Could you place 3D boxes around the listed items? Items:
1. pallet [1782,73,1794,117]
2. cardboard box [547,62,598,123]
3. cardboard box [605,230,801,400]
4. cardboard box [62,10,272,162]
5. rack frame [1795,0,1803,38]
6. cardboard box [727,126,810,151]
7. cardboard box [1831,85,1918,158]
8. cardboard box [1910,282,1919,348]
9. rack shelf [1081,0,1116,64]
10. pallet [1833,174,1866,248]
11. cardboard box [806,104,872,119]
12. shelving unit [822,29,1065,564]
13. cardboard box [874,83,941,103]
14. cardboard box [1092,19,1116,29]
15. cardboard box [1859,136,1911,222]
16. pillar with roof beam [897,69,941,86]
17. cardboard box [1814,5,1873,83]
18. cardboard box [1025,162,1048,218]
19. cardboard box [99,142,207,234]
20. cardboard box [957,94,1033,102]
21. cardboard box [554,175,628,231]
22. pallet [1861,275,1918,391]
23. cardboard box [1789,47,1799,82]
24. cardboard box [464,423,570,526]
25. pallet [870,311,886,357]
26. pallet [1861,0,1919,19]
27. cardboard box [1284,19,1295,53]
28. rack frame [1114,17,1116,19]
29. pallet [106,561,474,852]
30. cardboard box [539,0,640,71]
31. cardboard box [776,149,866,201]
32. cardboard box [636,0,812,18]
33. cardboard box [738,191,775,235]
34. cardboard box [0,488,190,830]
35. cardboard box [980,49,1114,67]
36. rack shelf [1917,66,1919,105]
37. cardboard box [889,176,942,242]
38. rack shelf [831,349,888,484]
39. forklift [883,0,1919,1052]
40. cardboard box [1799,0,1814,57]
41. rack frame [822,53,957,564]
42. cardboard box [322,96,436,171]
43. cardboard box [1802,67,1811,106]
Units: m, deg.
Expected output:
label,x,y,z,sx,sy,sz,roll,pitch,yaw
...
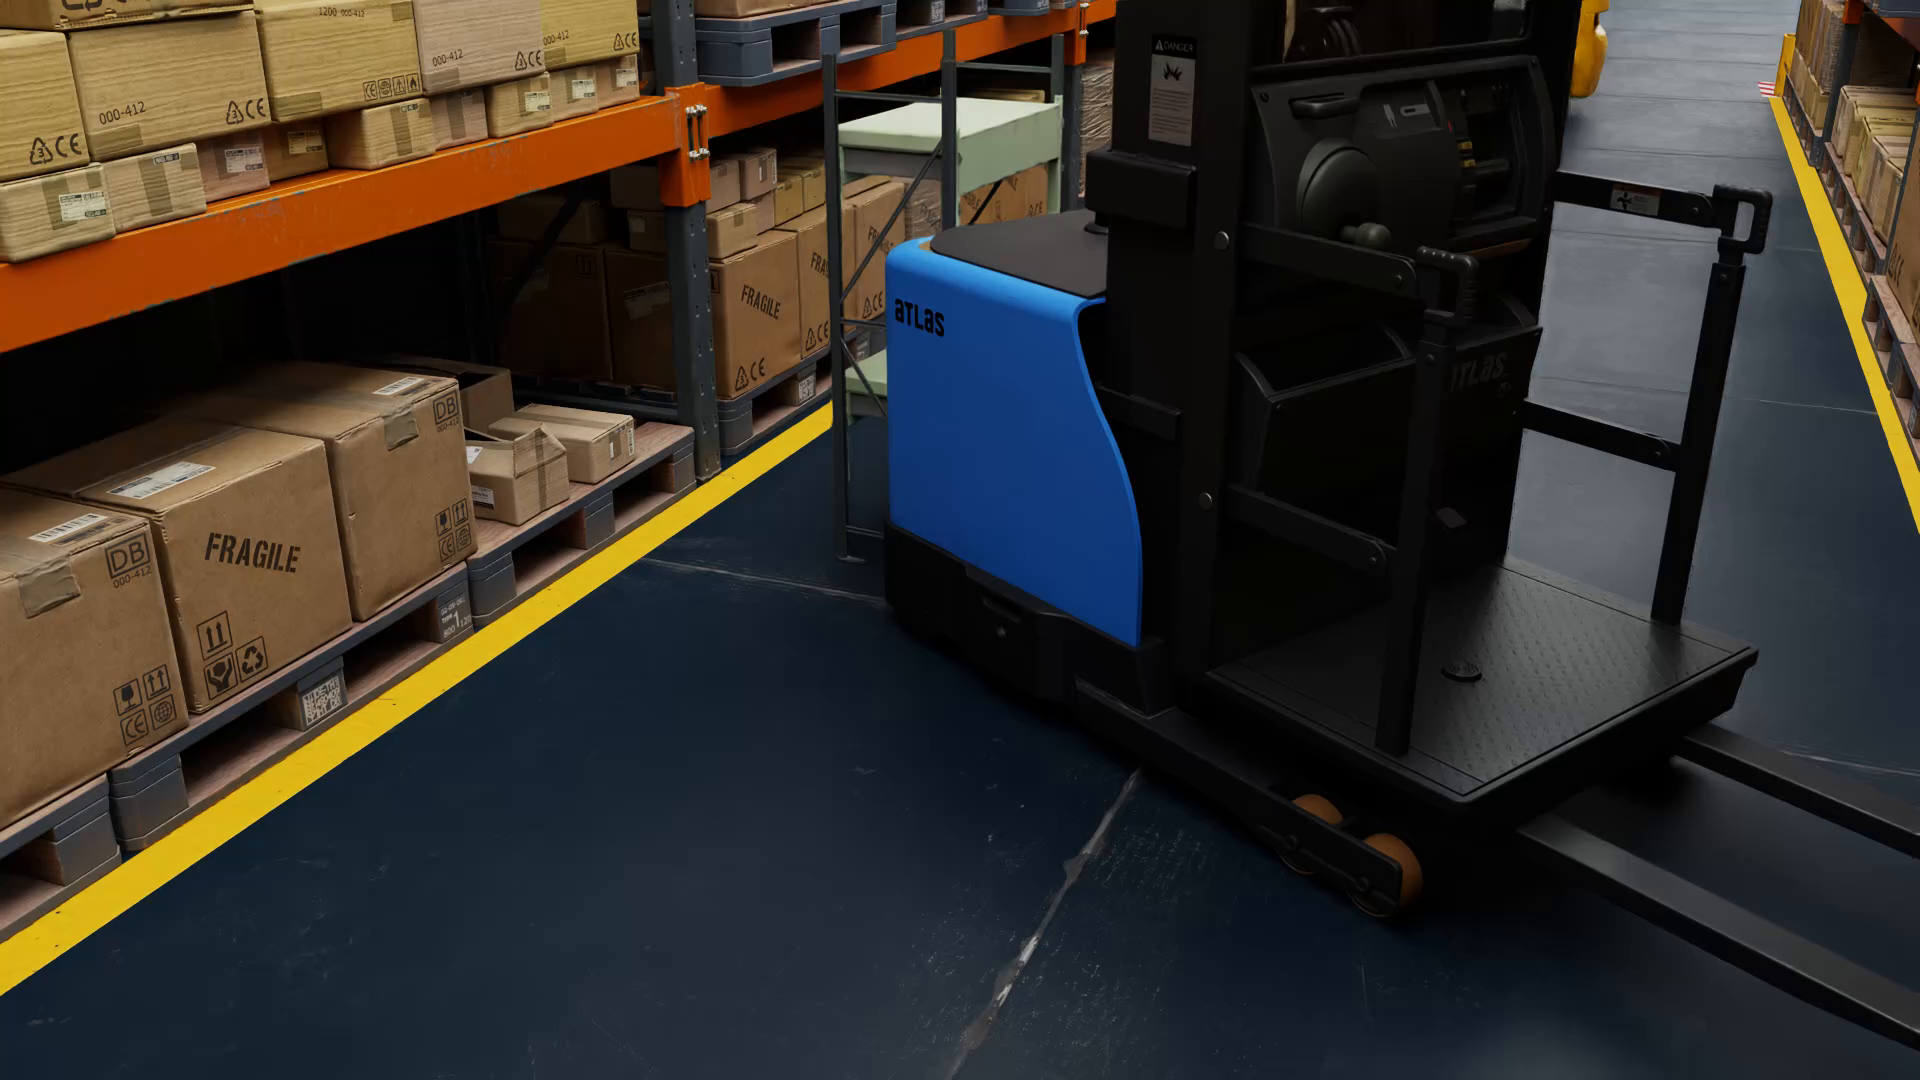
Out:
label,x,y,z,sx,sy,sz,roll,pitch,yaw
pallet,7.385,-3.655,13.727,1.003,0.211,1.213,9,24,20
cardboard box,-1.280,-1.307,4.814,0.380,0.149,0.250,9,24,21
cardboard box,-0.931,-0.851,6.094,0.500,0.500,0.500,10,25,22
cardboard box,-1.844,-0.979,3.510,0.500,0.250,0.500,8,24,19
rack frame,7.748,-5.255,13.938,1.000,3.000,0.127,9,24,20
cardboard box,-0.887,-1.738,7.376,0.380,0.149,0.250,8,24,18
cardboard box,6.069,-2.617,10.487,0.950,0.372,0.625,9,24,21
cardboard box,4.107,-1.051,6.087,0.875,0.875,0.875,9,24,21
rack shelf,0.909,-3.485,10.635,1.077,0.370,4.000,9,24,20
pallet,5.523,-1.820,9.333,1.003,0.211,1.213,9,24,20
cardboard box,-0.646,-2.023,8.059,0.380,0.149,0.250,8,24,18
shelving unit,-0.031,-0.728,5.048,0.431,1.500,0.755,11,25,24
cardboard box,-0.317,-2.299,8.719,0.380,0.149,0.250,10,25,23
cardboard box,1.469,-3.442,12.135,0.875,0.625,0.625,10,25,22
cardboard box,5.262,-1.839,8.626,0.950,0.372,0.625,8,24,19
pillar with roof beam,3.811,-5.849,7.577,9.100,9.000,0.400,9,24,20
cardboard box,6.420,-3.527,11.851,0.500,0.500,0.500,9,24,21
cardboard box,0.209,-1.959,8.748,0.500,0.500,0.500,10,24,22
cardboard box,-1.825,-0.752,3.484,0.380,0.149,0.250,9,24,21
cardboard box,0.145,-2.126,8.304,0.380,0.149,0.250,7,24,17
cardboard box,-1.358,-1.277,6.273,0.380,0.149,0.250,9,24,20
pallet,4.413,-0.834,6.972,1.003,0.211,1.213,9,24,20
cardboard box,7.191,-3.931,13.791,0.500,0.250,0.500,9,24,20
cardboard box,-1.386,-0.233,4.918,0.396,0.266,0.258,10,25,22
pallet,-0.601,-1.118,7.652,1.003,0.211,1.213,9,24,20
pallet,4.942,-2.574,7.769,1.213,0.211,1.003,9,24,20
cardboard box,2.501,-4.176,13.730,0.500,0.250,0.500,9,24,20
rack frame,1.652,-4.533,12.210,1.000,3.000,0.127,9,24,20
pallet,-2.027,0.301,4.256,1.003,0.211,1.213,9,24,20
cardboard box,-1.282,-1.521,4.808,0.500,0.250,0.500,9,24,21
cardboard box,-0.607,-1.488,6.776,0.380,0.149,0.250,9,24,20
cardboard box,-0.932,-2.051,5.593,0.700,0.500,0.500,9,24,21
cardboard box,-0.908,-1.210,6.112,0.380,0.149,0.250,8,24,19
cardboard box,-2.137,0.216,3.540,0.700,0.500,0.500,10,25,22
cardboard box,0.646,-2.655,10.252,0.875,0.625,0.625,10,25,22
rack shelf,4.033,-1.344,5.510,1.077,0.370,4.000,9,24,20
cardboard box,-0.354,-1.406,7.422,0.500,0.500,0.500,8,24,18
rack shelf,-0.031,-0.428,5.174,0.431,0.370,0.720,11,25,24
forklift,1.087,-0.797,3.356,1.130,2.935,3.031,-17,28,-34
cardboard box,6.993,-4.080,13.177,0.500,0.500,0.500,8,24,18
rack frame,-0.193,-0.602,4.745,0.400,1.500,0.023,11,25,24
cardboard box,-1.546,-1.025,4.139,0.380,0.149,0.250,8,24,19
cardboard box,6.614,-3.372,12.453,0.500,0.250,0.500,9,24,21
